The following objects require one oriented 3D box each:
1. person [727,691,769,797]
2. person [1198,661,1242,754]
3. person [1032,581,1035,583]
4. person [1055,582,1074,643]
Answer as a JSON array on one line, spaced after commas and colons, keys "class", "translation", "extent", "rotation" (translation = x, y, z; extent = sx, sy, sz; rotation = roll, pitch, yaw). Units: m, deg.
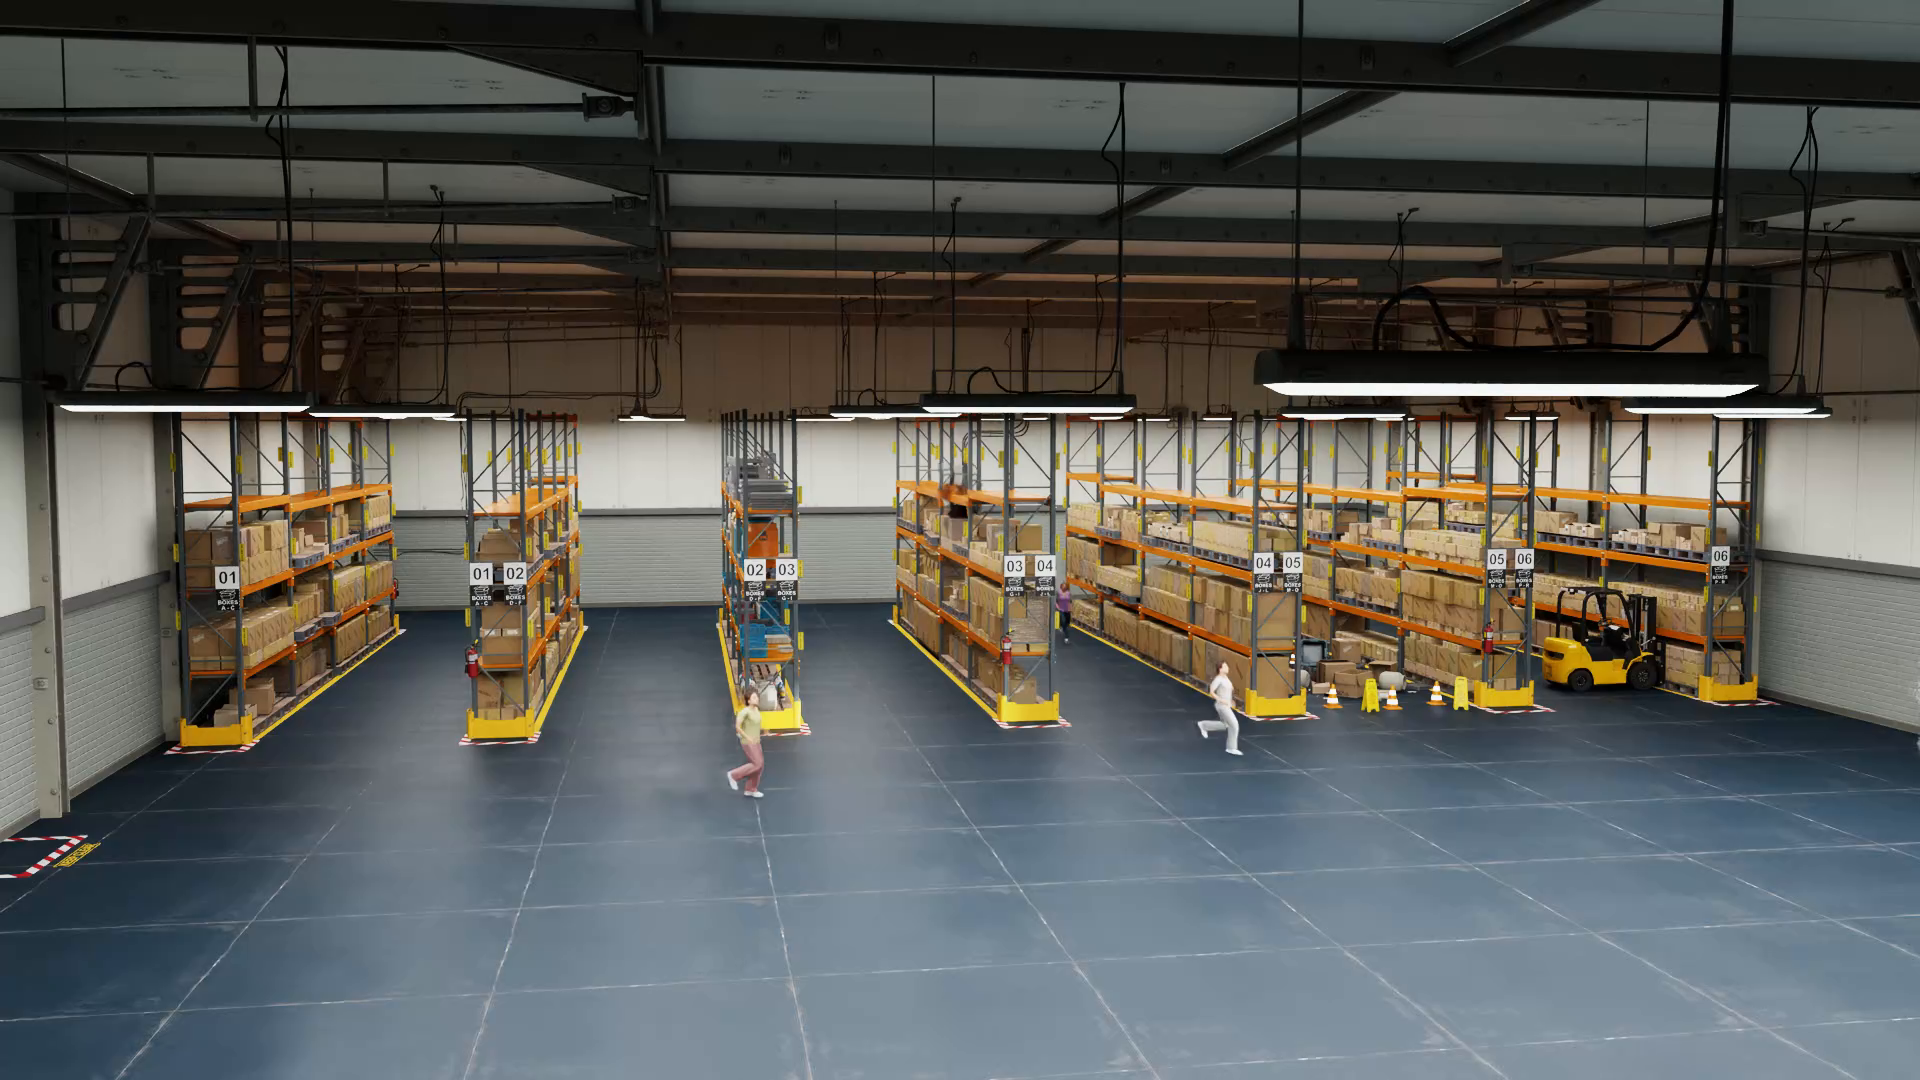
[{"class": "person", "translation": [-3.250, 3.127, 25.629], "extent": [0.589, 1.639, 0.575], "rotation": [1, 4, 19]}, {"class": "person", "translation": [4.539, 2.909, 29.028], "extent": [0.825, 1.630, 0.560], "rotation": [2, 4, 24]}, {"class": "person", "translation": [1.814, 1.501, 48.590], "extent": [0.859, 1.628, 0.639], "rotation": [-3, 5, -41]}, {"class": "person", "translation": [2.740, 1.899, 43.941], "extent": [0.520, 1.578, 0.917], "rotation": [-1, 4, -14]}]
